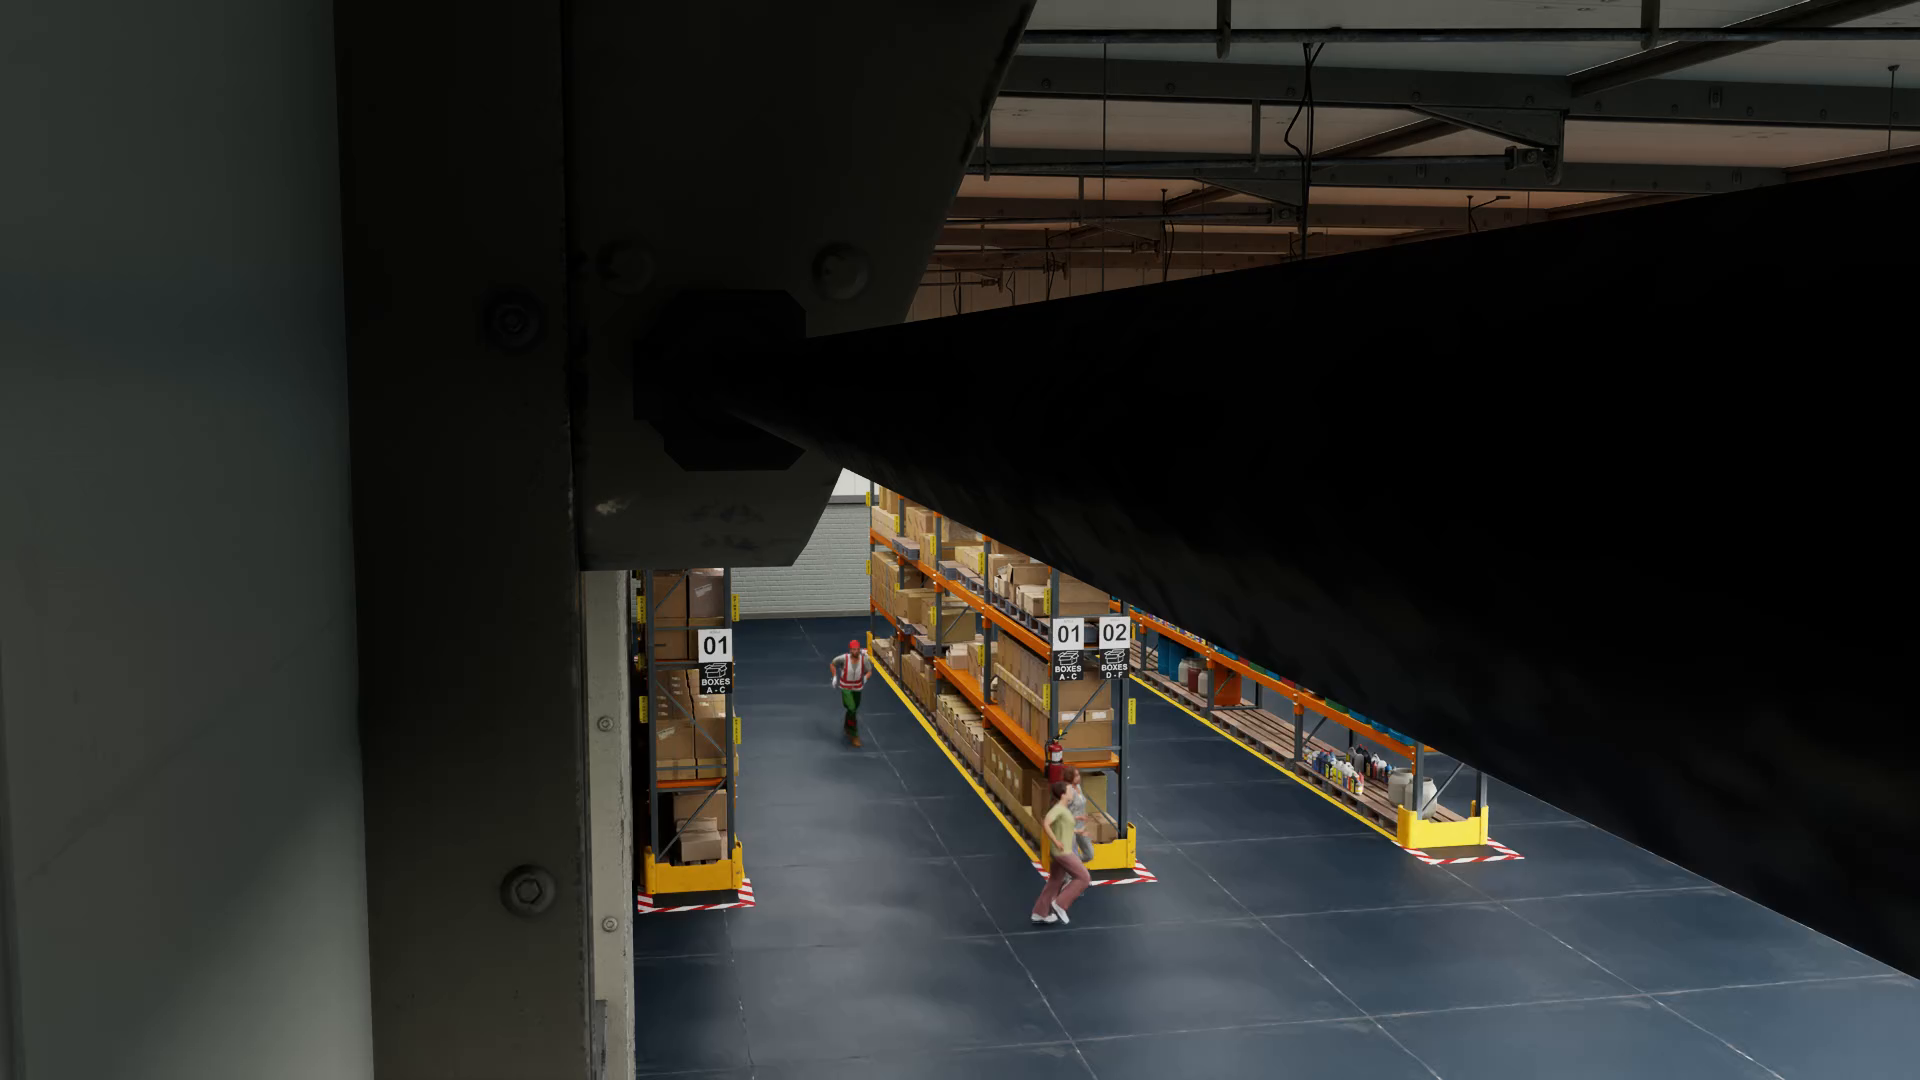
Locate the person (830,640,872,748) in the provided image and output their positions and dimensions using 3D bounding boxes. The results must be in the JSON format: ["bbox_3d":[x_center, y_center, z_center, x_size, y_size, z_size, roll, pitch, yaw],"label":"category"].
[{"bbox_3d":[-1.834,2.533,28.017,0.667,1.788,0.911,-2,6,-21],"label":"person"}]

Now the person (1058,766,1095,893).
[{"bbox_3d":[1.388,3.486,19.859,0.518,1.572,0.557,4,7,33],"label":"person"}]

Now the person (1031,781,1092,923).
[{"bbox_3d":[1.156,3.541,18.812,0.696,1.642,0.595,0,6,0],"label":"person"}]
